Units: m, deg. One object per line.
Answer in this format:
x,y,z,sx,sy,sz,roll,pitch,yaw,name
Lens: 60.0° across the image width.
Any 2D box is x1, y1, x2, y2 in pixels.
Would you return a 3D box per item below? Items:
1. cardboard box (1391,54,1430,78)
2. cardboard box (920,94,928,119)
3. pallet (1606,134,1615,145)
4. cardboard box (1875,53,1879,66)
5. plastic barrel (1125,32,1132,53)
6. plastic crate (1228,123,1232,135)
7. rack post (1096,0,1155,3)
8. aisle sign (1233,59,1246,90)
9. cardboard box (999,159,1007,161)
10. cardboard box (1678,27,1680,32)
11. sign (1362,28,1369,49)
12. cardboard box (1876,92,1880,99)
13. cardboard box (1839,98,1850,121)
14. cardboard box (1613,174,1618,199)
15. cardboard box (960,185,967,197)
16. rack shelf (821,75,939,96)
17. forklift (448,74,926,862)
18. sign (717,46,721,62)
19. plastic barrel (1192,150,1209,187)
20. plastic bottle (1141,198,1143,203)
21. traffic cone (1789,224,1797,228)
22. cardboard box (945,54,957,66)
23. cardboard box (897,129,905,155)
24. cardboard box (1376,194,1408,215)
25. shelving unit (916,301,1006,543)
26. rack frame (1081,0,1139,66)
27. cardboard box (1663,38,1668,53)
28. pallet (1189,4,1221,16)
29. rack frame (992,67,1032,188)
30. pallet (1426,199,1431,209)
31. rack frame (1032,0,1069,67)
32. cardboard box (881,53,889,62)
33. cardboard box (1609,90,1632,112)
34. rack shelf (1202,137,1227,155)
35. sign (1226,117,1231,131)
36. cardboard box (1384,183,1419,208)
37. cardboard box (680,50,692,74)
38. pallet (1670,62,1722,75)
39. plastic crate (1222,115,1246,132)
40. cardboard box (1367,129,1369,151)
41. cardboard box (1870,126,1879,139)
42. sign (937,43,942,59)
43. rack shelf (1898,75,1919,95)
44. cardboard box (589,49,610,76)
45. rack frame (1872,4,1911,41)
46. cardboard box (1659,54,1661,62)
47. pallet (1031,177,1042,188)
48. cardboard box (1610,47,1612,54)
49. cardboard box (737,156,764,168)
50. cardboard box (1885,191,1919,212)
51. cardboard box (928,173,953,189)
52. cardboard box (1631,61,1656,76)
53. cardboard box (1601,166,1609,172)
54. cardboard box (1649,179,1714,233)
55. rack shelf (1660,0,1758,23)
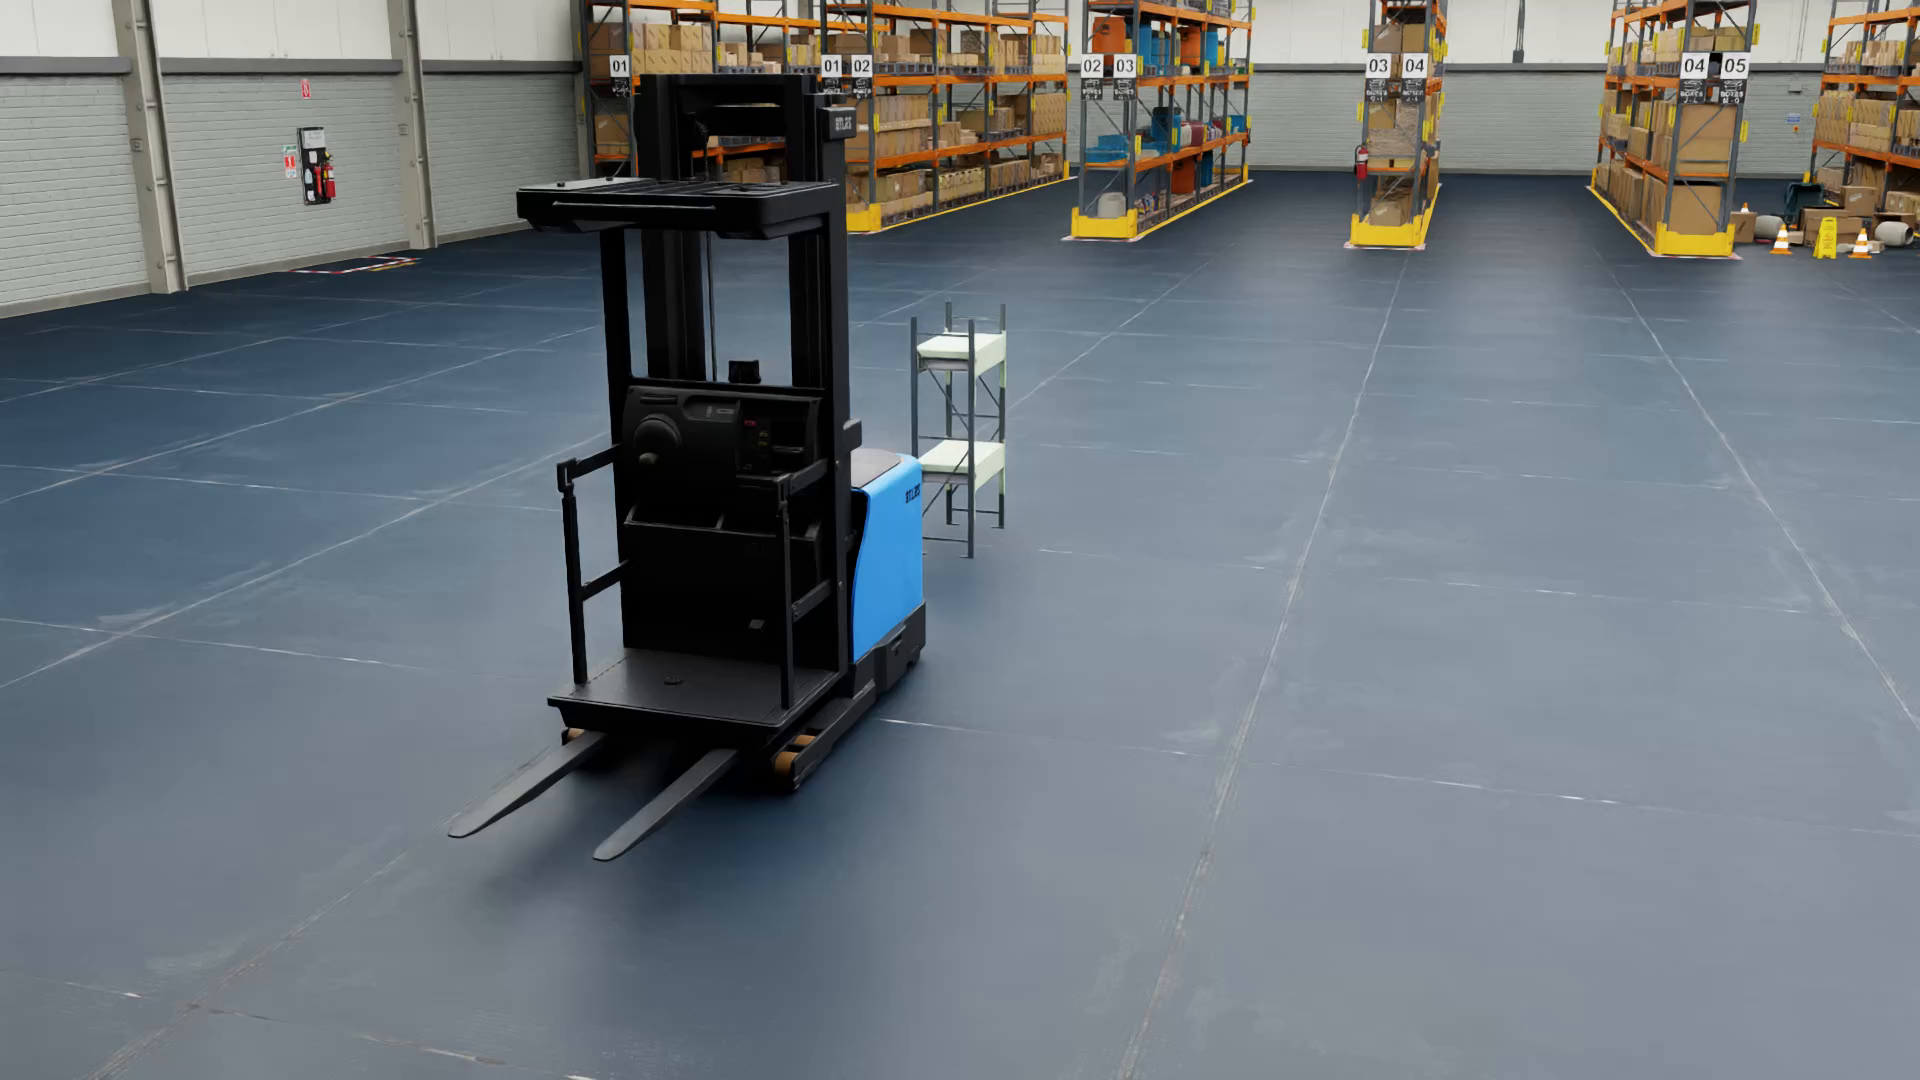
7.610,-8.161,28.609,0.906,0.399,0.531,4,16,14,cardboard box
-1.073,-8.971,34.399,0.700,0.500,0.500,5,17,16,cardboard box
15.187,-9.047,37.579,1.003,0.211,1.213,5,16,16,pallet
19.464,-10.100,34.920,0.396,0.266,0.258,6,17,20,cardboard box
2.860,-9.027,30.547,0.600,0.588,0.600,0,16,0,plastic barrel
6.679,-10.480,42.388,0.437,0.282,0.530,5,16,16,plastic crate
2.995,-9.817,29.865,0.937,0.300,0.954,7,17,22,rack post
7.506,-12.416,44.343,0.394,0.787,0.004,5,16,16,aisle sign
0.949,-9.409,42.281,0.500,0.500,0.500,4,16,13,cardboard box
11.976,-8.324,27.228,0.380,0.149,0.250,5,17,16,cardboard box
6.880,-8.517,28.239,0.100,0.325,0.005,5,16,16,sign
20.714,-9.942,37.181,0.380,0.149,0.250,5,17,17,cardboard box
20.340,-9.776,37.785,0.500,0.500,0.500,4,16,15,cardboard box
14.629,-7.748,36.461,0.500,0.500,0.500,4,16,13,cardboard box
-0.164,-7.783,37.041,0.500,0.250,0.500,5,17,17,cardboard box
-1.522,-8.989,32.844,1.077,0.370,4.000,5,16,16,rack shelf
-1.116,-0.467,7.106,1.130,2.935,3.031,5,17,17,forklift
-5.181,-10.450,35.730,0.100,0.325,0.005,5,16,16,sign
5.696,-8.989,40.100,0.600,0.901,0.708,5,16,16,plastic barrel
3.590,-6.575,32.685,0.061,0.283,0.133,5,16,16,plastic bottle
16.179,-6.243,31.993,0.336,0.463,0.334,5,16,16,traffic cone
-0.351,-10.483,36.301,0.500,0.250,0.500,3,16,11,cardboard box
-1.508,-7.943,33.153,0.700,0.500,0.500,5,17,18,cardboard box
7.934,-6.082,30.587,0.500,0.500,0.500,6,17,21,cardboard box
-0.001,-0.721,10.622,0.431,1.500,0.748,5,16,16,shelving unit
2.658,-9.870,29.134,1.000,3.000,0.127,5,16,16,rack frame
12.578,-8.629,29.033,0.500,0.250,0.500,4,16,15,cardboard box
5.166,-11.866,37.251,1.213,0.211,1.003,5,16,16,pallet
1.320,-10.508,42.379,1.000,3.000,0.127,5,16,16,rack frame
9.977,-7.551,37.065,1.003,0.211,1.213,5,16,16,pallet
2.457,-14.441,45.250,1.000,3.000,0.127,5,16,16,rack frame
-1.587,-9.254,31.896,0.380,0.149,0.250,5,16,16,cardboard box
15.719,-10.412,39.482,0.500,0.500,0.500,5,17,17,cardboard box
5.500,-9.254,39.275,1.077,0.370,4.000,5,16,16,rack shelf
6.595,-10.213,40.832,0.100,0.325,0.005,5,16,16,sign
8.892,-6.937,33.565,0.700,0.500,0.500,5,16,16,cardboard box
-5.887,-9.868,34.408,0.500,0.500,0.500,4,16,14,cardboard box
12.334,-7.784,27.440,1.003,0.211,1.213,5,16,16,pallet
7.289,-11.113,44.338,0.616,0.435,0.499,5,16,16,plastic crate
7.617,-7.072,29.539,0.875,0.500,0.500,5,16,16,cardboard box
19.344,-8.509,34.689,0.500,0.250,0.500,4,16,14,cardboard box
-0.421,-10.102,34.359,0.100,0.325,0.005,5,16,16,sign
18.613,-8.498,31.113,1.077,0.370,4.000,5,16,16,rack shelf
-6.965,-9.381,32.690,0.500,0.500,0.500,6,17,20,cardboard box
20.322,-11.856,36.139,0.949,2.616,0.053,5,16,16,rack frame
12.697,-8.605,29.681,0.380,0.149,0.250,5,16,16,cardboard box
1.516,-9.346,43.393,1.003,0.211,1.213,5,16,16,pallet
16.133,-11.980,40.699,0.380,0.149,0.250,5,16,16,cardboard box
-4.623,-9.481,40.262,0.582,0.739,3.295,4,16,14,cardboard box
19.012,-6.715,33.052,0.950,0.372,0.625,3,16,12,cardboard box
-0.450,-7.783,36.015,0.500,0.311,0.500,4,16,15,cardboard box
14.326,-9.942,34.702,0.500,0.500,0.500,5,16,16,cardboard box
15.851,-9.034,40.549,0.380,0.149,0.250,5,17,17,cardboard box
12.511,-5.781,28.838,0.875,0.875,0.875,4,16,15,cardboard box
12.702,-9.059,28.329,1.077,0.370,4.000,5,16,16,rack shelf
